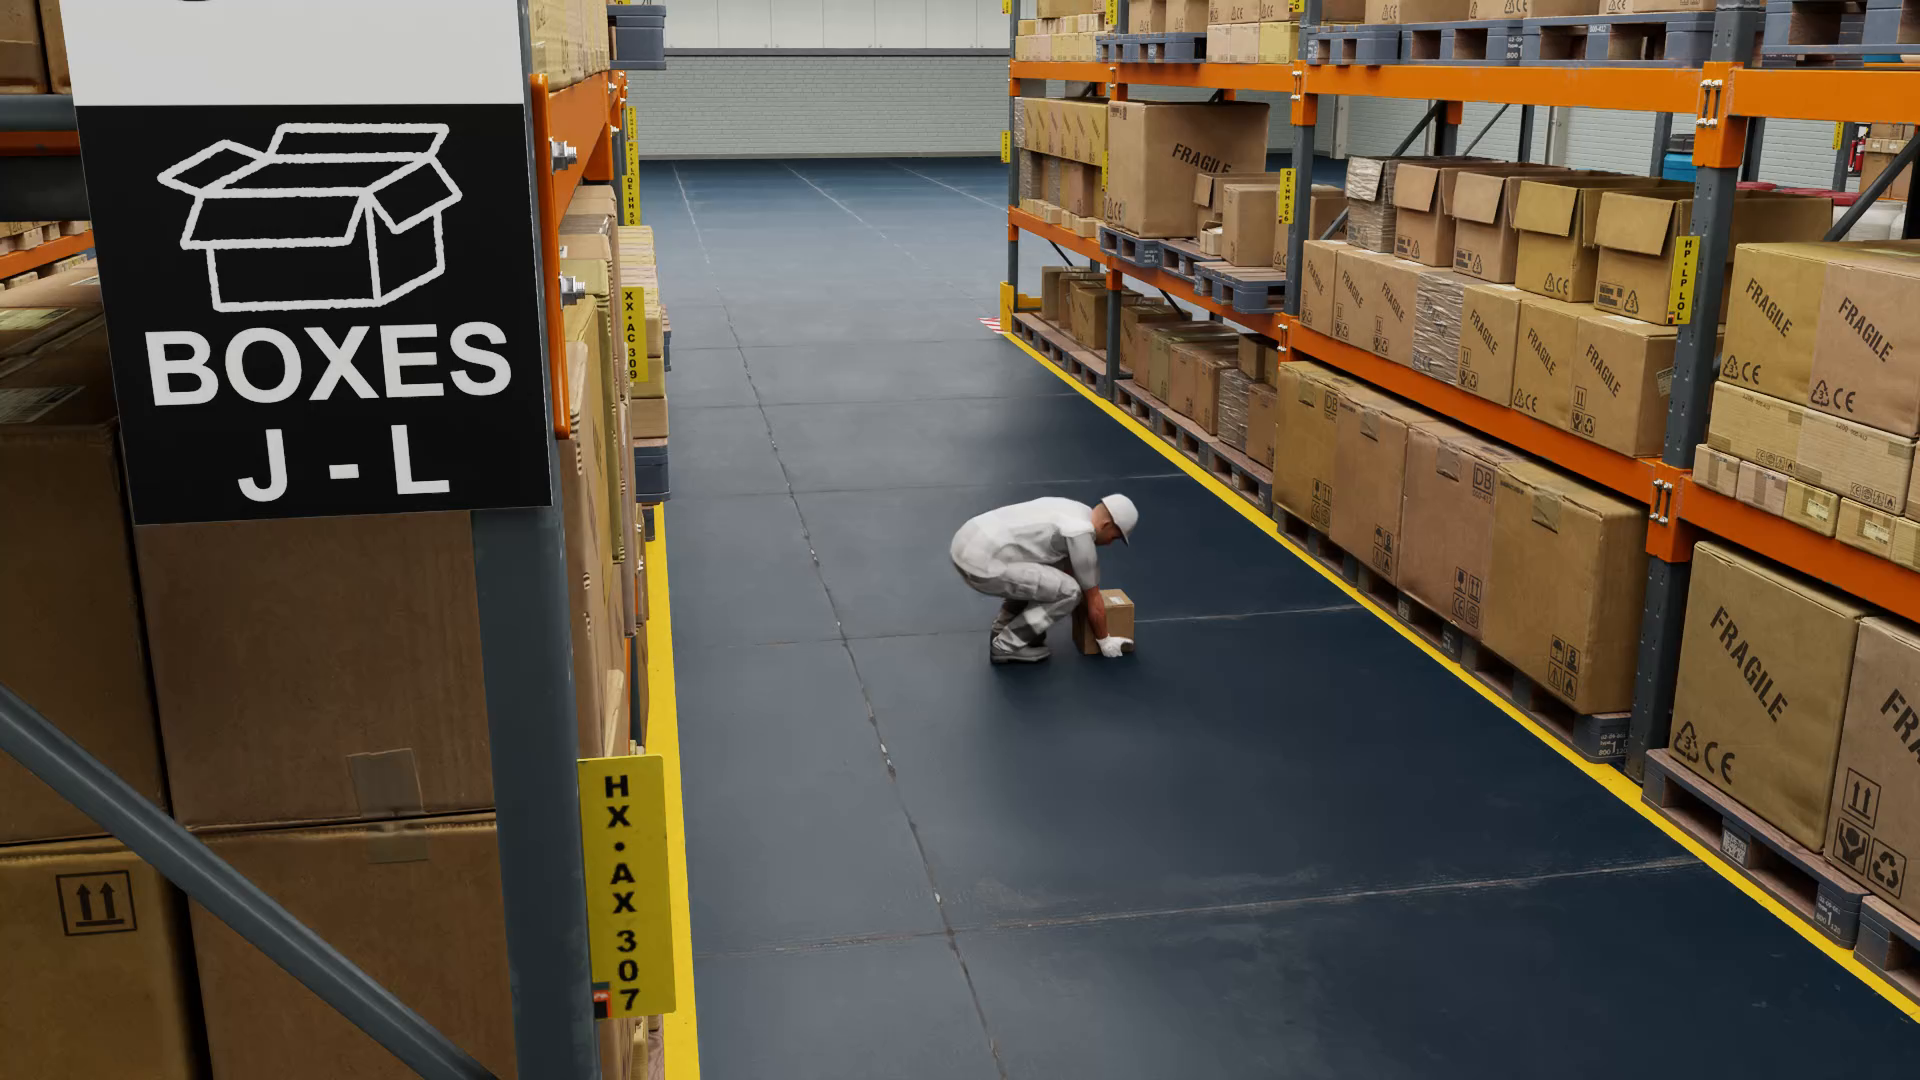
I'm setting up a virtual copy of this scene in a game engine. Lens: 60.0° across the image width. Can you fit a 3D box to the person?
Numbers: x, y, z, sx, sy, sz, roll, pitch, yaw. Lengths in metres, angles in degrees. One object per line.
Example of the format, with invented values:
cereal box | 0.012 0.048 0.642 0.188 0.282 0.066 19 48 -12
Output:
person | 0.424 0.192 8.218 0.951 0.796 0.529 -3 17 -12
